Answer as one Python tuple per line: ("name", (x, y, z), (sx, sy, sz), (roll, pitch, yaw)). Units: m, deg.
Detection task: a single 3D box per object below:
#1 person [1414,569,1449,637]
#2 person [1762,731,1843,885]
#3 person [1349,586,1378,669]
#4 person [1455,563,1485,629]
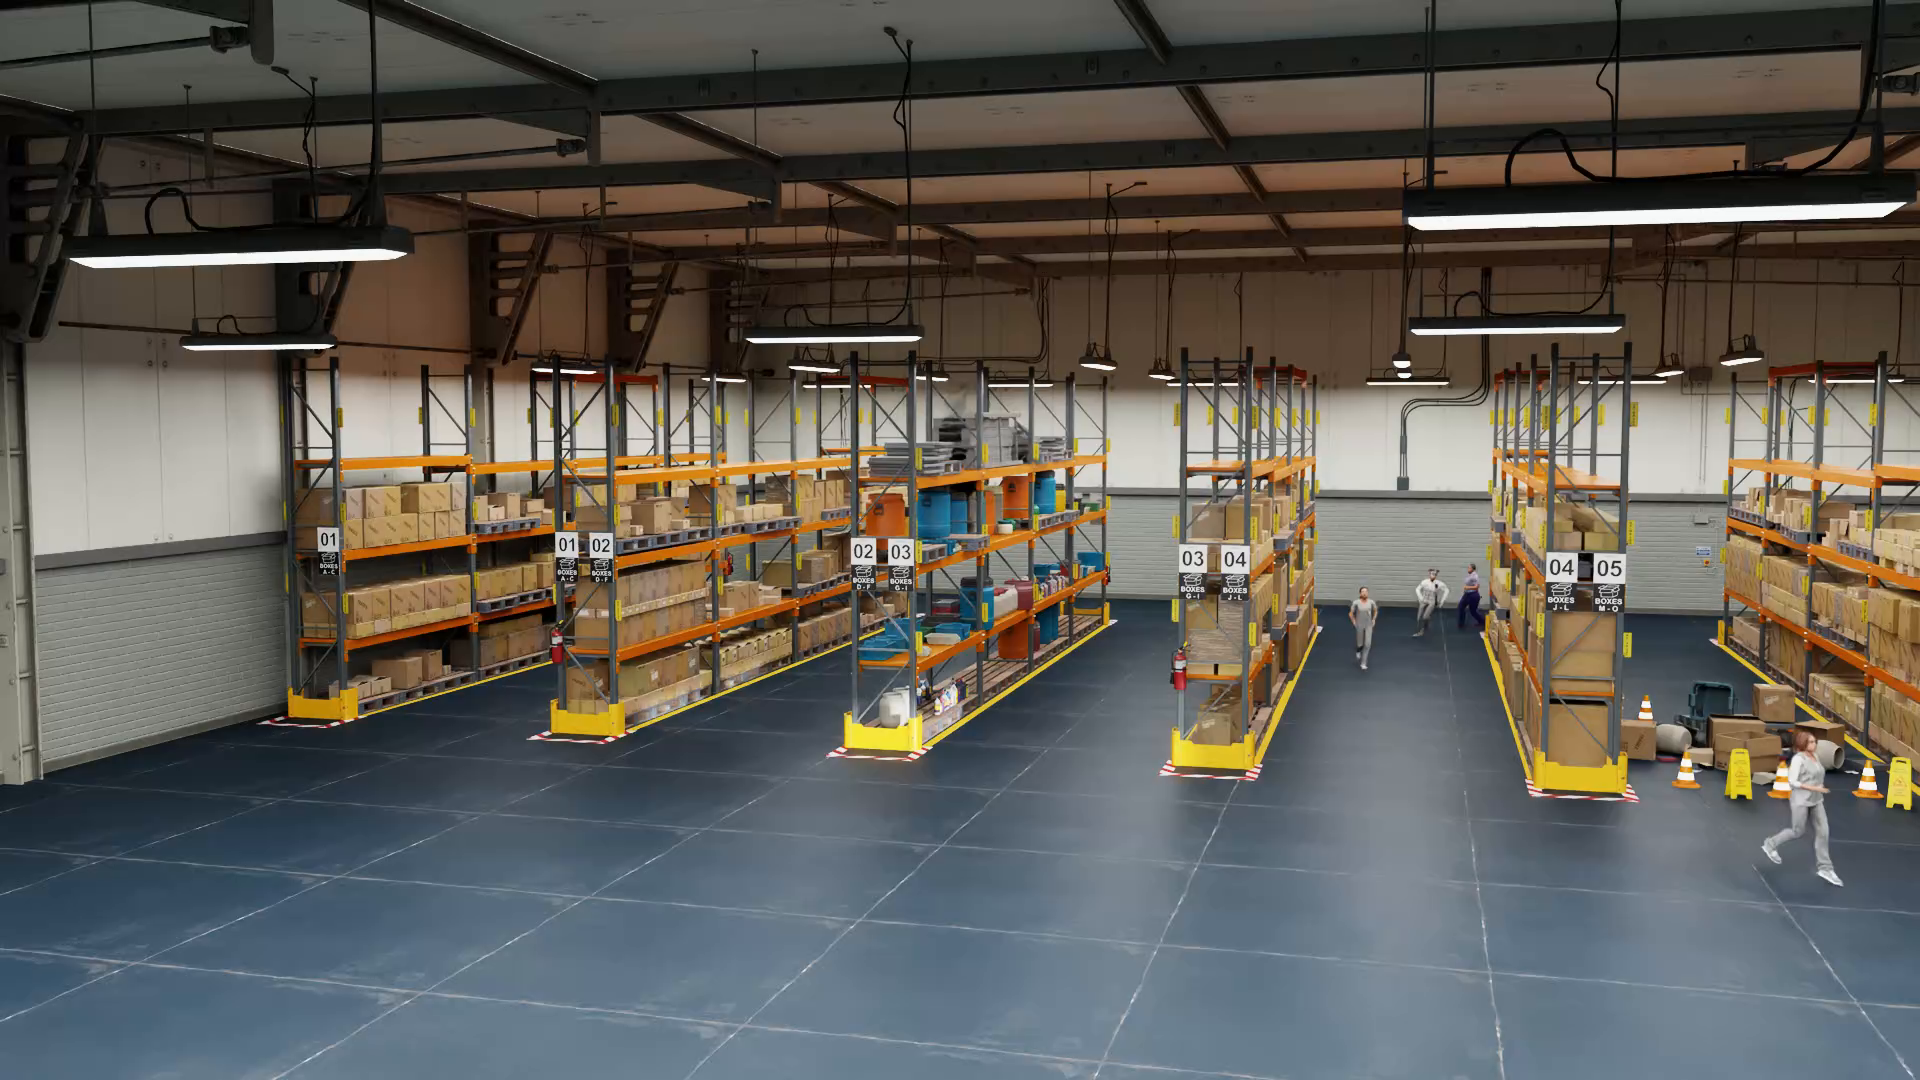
("person", (10.687, 1.434, 37.827), (0.744, 1.592, 0.597), (3, 5, 33))
("person", (9.194, 2.874, 18.101), (0.552, 1.600, 0.894), (-2, 5, -28))
("person", (8.104, 1.745, 33.373), (0.571, 1.640, 0.714), (0, 4, 7))
("person", (12.135, 1.365, 39.244), (0.736, 1.662, 0.771), (0, 4, -4))
